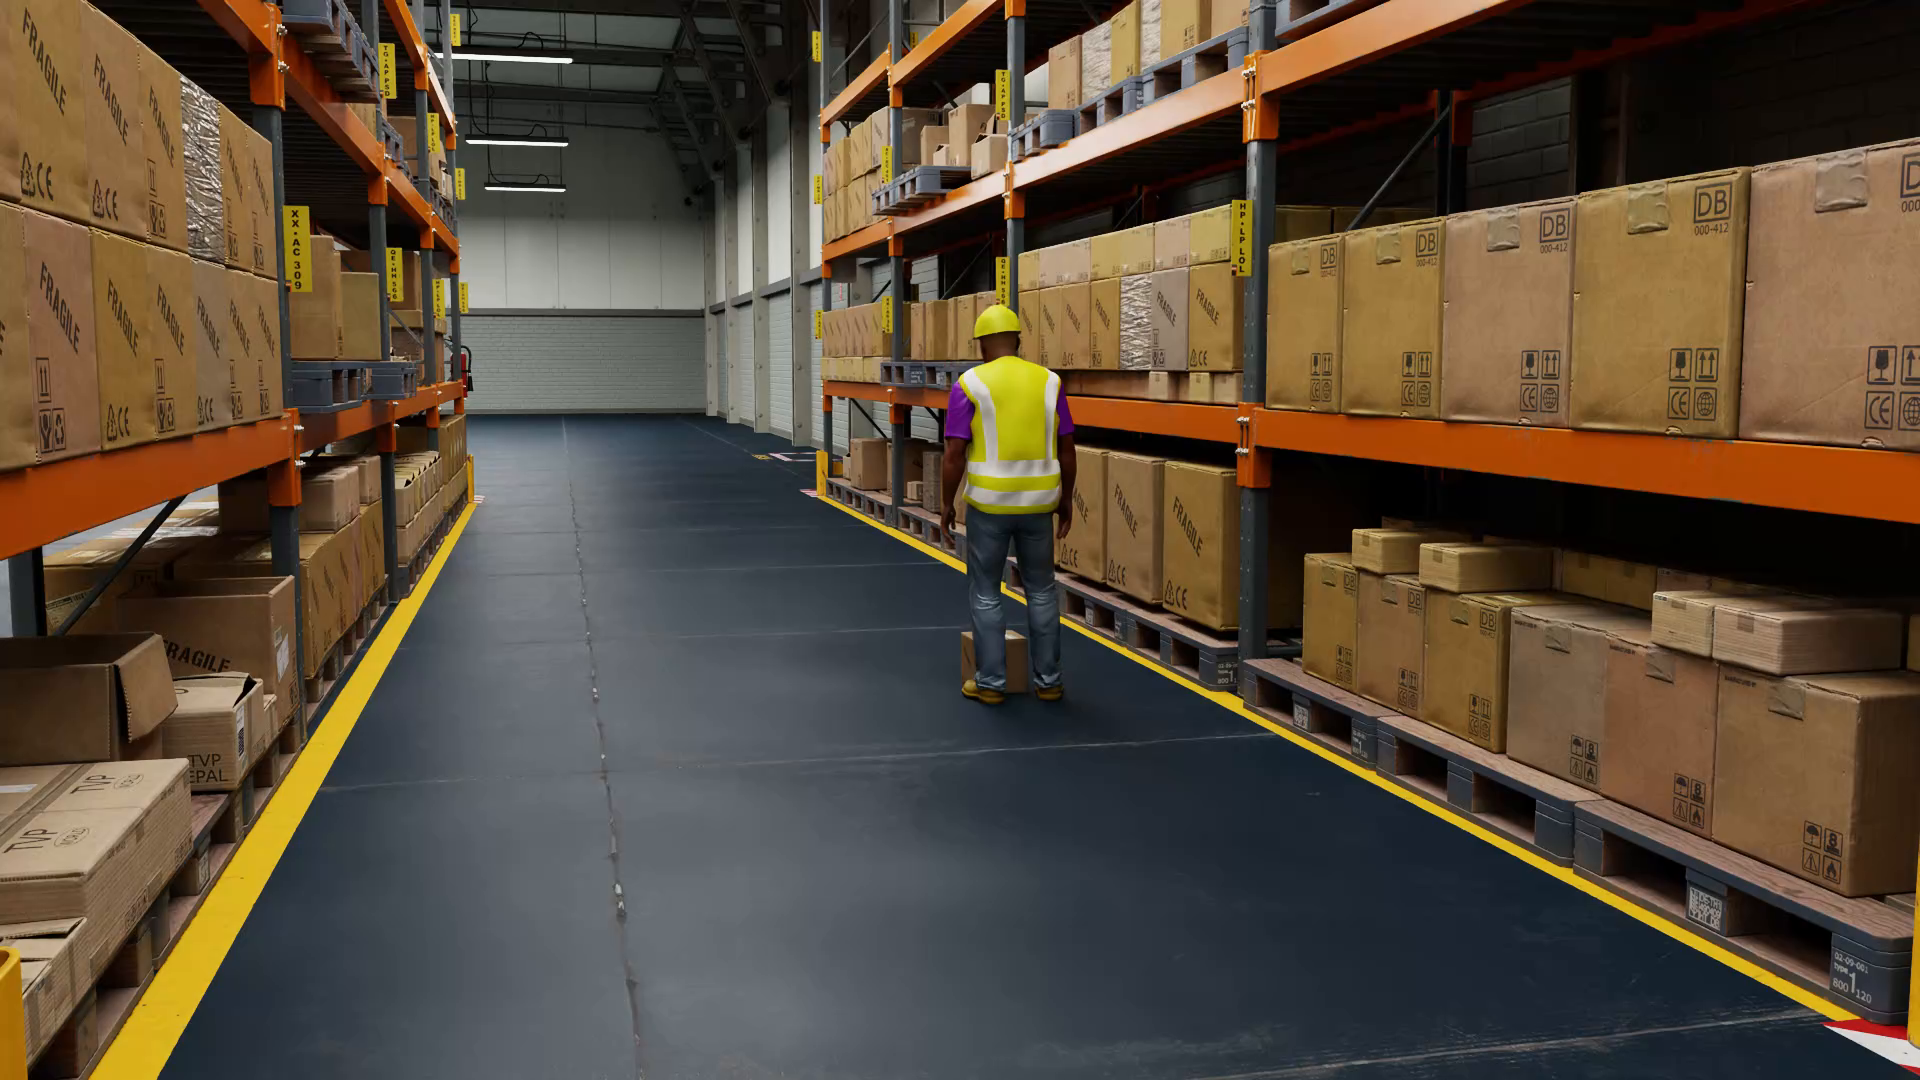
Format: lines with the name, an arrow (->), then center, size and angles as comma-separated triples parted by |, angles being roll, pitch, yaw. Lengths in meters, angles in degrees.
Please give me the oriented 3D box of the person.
person -> 0.211, -0.161, 7.392 | 0.633, 1.759, 0.462 | -2, 6, -17
